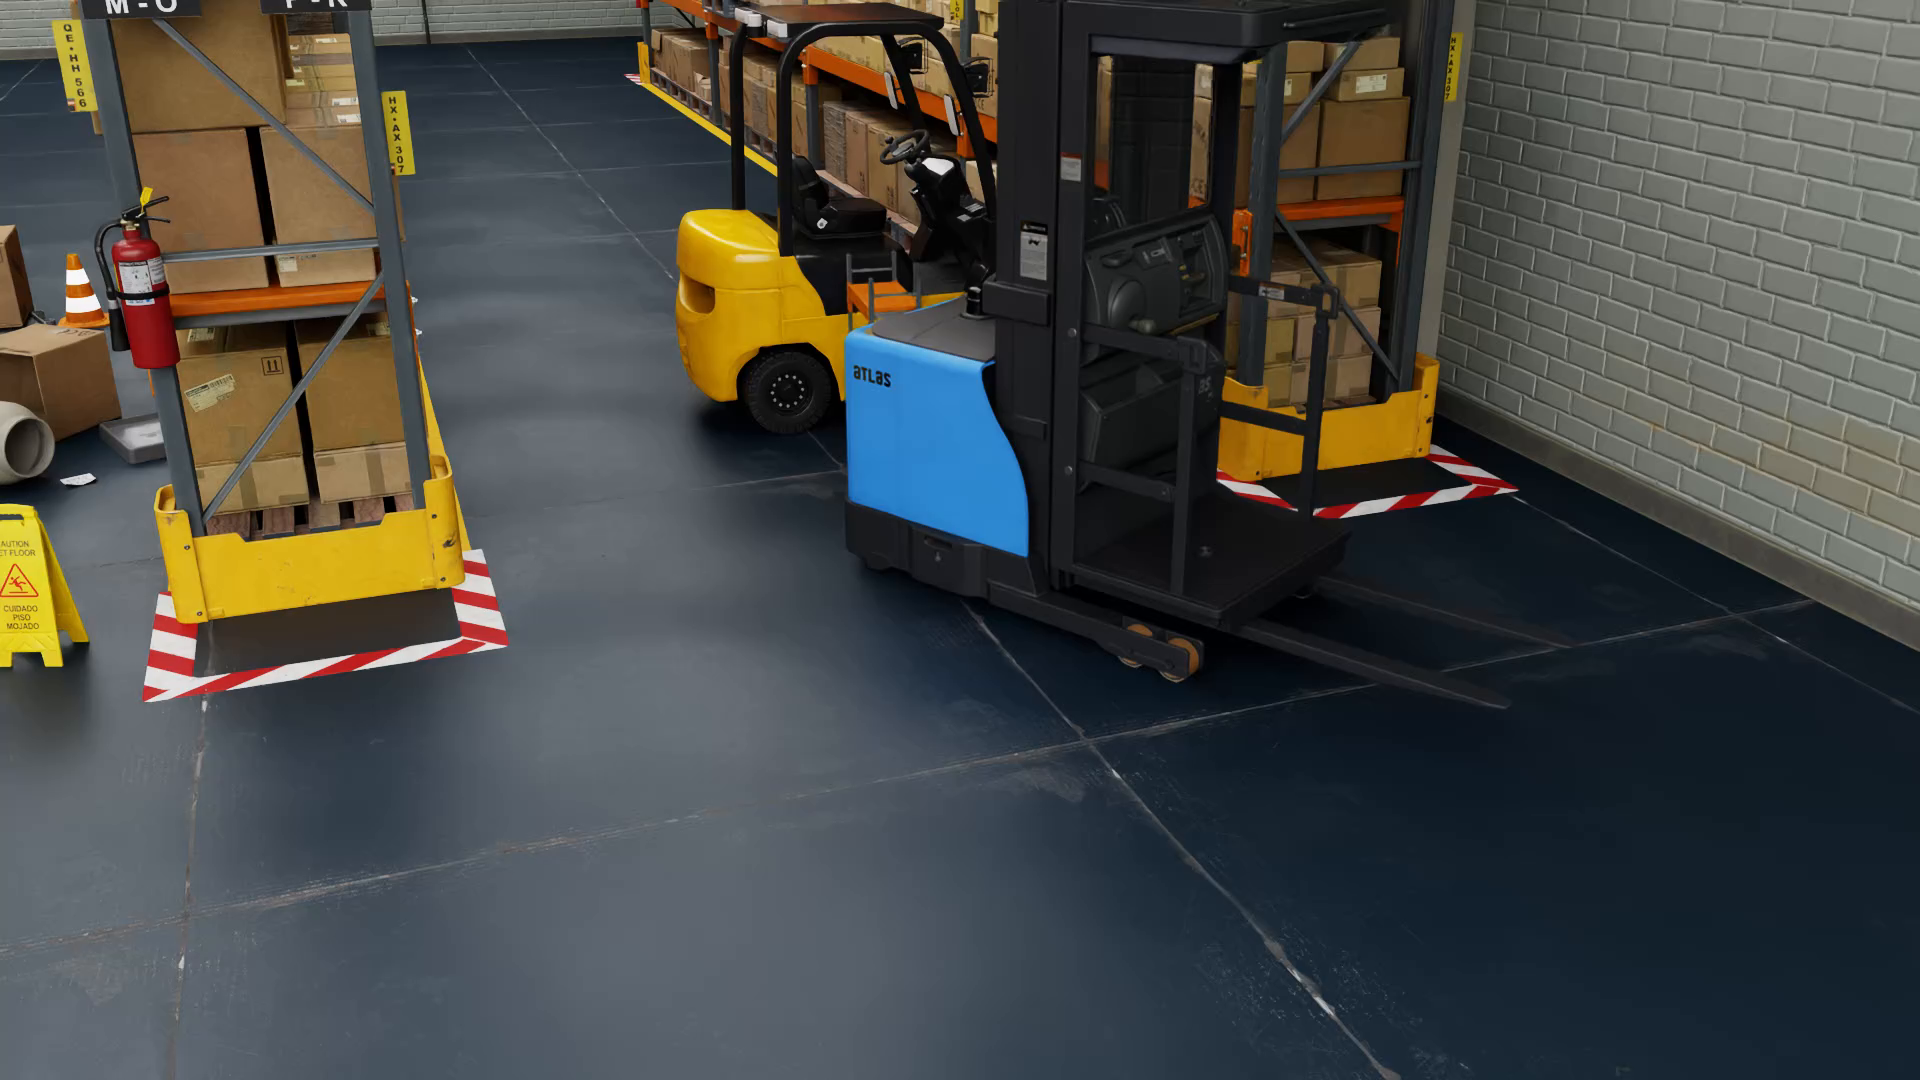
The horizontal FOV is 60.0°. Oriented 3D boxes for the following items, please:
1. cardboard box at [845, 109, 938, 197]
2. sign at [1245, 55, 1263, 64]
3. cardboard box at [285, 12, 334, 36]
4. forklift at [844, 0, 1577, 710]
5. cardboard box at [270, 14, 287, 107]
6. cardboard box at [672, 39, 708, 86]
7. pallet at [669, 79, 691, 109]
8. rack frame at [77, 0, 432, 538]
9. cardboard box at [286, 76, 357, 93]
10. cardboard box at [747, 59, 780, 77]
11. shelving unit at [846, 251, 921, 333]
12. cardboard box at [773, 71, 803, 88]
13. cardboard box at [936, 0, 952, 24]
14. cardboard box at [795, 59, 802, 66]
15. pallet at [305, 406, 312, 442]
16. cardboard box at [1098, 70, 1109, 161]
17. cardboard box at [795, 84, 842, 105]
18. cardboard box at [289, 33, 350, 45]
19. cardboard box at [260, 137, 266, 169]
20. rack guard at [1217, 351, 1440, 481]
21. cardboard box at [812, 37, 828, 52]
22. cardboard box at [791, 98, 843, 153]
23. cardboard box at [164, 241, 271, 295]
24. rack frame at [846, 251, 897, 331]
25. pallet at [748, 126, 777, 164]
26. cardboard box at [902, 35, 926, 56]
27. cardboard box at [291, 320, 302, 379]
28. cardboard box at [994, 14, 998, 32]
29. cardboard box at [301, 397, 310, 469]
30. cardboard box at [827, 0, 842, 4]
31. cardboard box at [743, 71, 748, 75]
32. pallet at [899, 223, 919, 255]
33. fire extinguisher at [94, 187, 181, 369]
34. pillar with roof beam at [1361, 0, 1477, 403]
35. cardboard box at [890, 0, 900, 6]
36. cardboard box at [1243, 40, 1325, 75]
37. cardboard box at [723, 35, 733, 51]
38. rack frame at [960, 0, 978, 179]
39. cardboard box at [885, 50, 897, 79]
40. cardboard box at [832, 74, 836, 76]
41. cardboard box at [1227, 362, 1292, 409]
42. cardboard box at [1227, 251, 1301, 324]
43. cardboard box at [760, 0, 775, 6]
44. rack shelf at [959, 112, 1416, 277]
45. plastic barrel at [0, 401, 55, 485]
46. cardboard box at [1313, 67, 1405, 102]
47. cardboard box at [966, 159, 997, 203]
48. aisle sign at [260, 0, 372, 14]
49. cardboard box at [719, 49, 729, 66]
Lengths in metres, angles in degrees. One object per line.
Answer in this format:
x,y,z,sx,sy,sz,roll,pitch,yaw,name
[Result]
-0.481,-3.365,14.388,0.875,0.625,0.625,-8,24,-17,cardboard box
1.387,-2.397,7.779,0.100,0.325,0.005,-8,24,-19,sign
-4.053,-3.181,10.382,0.500,0.500,0.500,-8,24,-18,cardboard box
0.944,-1.033,6.426,3.031,2.935,1.130,18,29,36,forklift
-3.299,-2.126,7.132,0.700,0.500,0.500,-8,24,-18,cardboard box
-3.266,-5.922,20.615,0.500,0.500,0.500,-8,24,-18,cardboard box
-3.016,-5.592,20.747,1.003,0.211,1.213,-8,24,-19,pallet
-2.743,-1.141,6.595,1.000,3.000,0.127,-8,24,-19,rack frame
-3.018,-1.907,7.901,0.500,0.500,0.500,-9,24,-20,cardboard box
-2.027,-4.982,17.551,0.380,0.149,0.250,-8,24,-19,cardboard box
-0.357,-0.722,7.919,0.258,1.200,0.503,-6,24,-14,shelving unit
-1.654,-4.605,16.656,0.380,0.149,0.250,-9,24,-20,cardboard box
0.050,-3.807,11.956,0.380,0.149,0.250,-9,24,-20,cardboard box
-1.586,-5.051,17.715,0.380,0.149,0.250,-8,24,-18,cardboard box
-3.451,-0.626,8.964,1.003,0.211,1.213,-8,24,-19,pallet
1.124,-2.388,9.426,0.500,0.500,0.500,-9,24,-20,cardboard box
-1.338,-4.216,15.732,0.380,0.149,0.250,-10,25,-22,cardboard box
-3.766,-2.650,9.664,0.500,0.500,0.500,-9,24,-20,cardboard box
-3.700,-2.035,8.205,0.500,0.500,0.500,-8,24,-18,cardboard box
1.908,-0.663,8.679,1.175,0.500,0.348,-8,24,-19,rack guard
-0.998,-4.466,14.678,0.500,0.250,0.500,-8,24,-19,cardboard box
-1.444,-4.079,16.244,0.500,0.500,0.500,-9,24,-20,cardboard box
-3.075,-1.132,6.897,0.380,0.149,0.250,-8,24,-17,cardboard box
-0.422,-0.814,8.136,0.240,1.200,0.015,-6,24,-14,rack frame
-1.582,-4.164,17.359,1.003,0.211,1.213,-8,24,-19,pallet
-0.114,-3.767,12.376,0.500,0.250,0.500,-9,24,-20,cardboard box
-3.629,-1.042,8.394,0.500,0.500,0.500,-9,24,-20,cardboard box
0.446,-3.376,10.934,0.380,0.149,0.250,-8,24,-18,cardboard box
-3.455,-0.514,8.106,0.500,0.250,0.500,-8,24,-19,cardboard box
-0.822,-4.515,14.149,0.500,0.250,0.500,-8,24,-17,cardboard box
-2.182,-4.827,18.017,0.500,0.500,0.500,-9,24,-20,cardboard box
0.190,-2.254,12.827,1.003,0.211,1.213,-8,24,-19,pallet
-3.133,-1.001,6.362,0.296,0.674,0.183,-8,24,-19,fire extinguisher
-1.530,-4.374,6.541,9.100,9.000,0.400,-8,24,-19,pillar with roof beam
-0.321,-4.176,12.831,0.380,0.149,0.250,-8,24,-19,cardboard box
1.576,-2.407,8.251,0.380,0.149,0.250,-8,24,-19,cardboard box
-2.405,-5.503,18.403,0.380,0.149,0.250,-9,24,-20,cardboard box
0.487,-3.277,11.663,1.000,3.000,0.127,-8,24,-19,rack frame
-0.266,-3.722,12.911,0.500,0.250,0.500,-8,24,-19,cardboard box
-1.060,-4.594,16.631,0.380,0.149,0.250,-10,25,-21,cardboard box
1.438,-0.877,8.969,0.500,0.250,0.500,-8,24,-19,cardboard box
1.445,-1.335,8.768,0.500,0.250,0.500,-8,24,-17,cardboard box
-1.602,-5.194,15.863,0.500,0.250,0.500,-10,25,-21,cardboard box
1.193,-2.219,10.078,1.077,0.370,4.000,-8,24,-19,rack shelf
-4.889,-0.497,8.383,0.512,0.421,0.421,8,24,18,plastic barrel
2.023,-2.327,8.446,0.380,0.149,0.250,-9,24,-20,cardboard box
0.364,-2.445,11.402,0.500,0.250,0.500,-9,24,-20,cardboard box
-2.431,-2.359,6.138,0.394,0.787,0.004,-8,24,-19,aisle sign
-2.462,-5.357,18.441,0.380,0.149,0.250,-7,24,-16,cardboard box
